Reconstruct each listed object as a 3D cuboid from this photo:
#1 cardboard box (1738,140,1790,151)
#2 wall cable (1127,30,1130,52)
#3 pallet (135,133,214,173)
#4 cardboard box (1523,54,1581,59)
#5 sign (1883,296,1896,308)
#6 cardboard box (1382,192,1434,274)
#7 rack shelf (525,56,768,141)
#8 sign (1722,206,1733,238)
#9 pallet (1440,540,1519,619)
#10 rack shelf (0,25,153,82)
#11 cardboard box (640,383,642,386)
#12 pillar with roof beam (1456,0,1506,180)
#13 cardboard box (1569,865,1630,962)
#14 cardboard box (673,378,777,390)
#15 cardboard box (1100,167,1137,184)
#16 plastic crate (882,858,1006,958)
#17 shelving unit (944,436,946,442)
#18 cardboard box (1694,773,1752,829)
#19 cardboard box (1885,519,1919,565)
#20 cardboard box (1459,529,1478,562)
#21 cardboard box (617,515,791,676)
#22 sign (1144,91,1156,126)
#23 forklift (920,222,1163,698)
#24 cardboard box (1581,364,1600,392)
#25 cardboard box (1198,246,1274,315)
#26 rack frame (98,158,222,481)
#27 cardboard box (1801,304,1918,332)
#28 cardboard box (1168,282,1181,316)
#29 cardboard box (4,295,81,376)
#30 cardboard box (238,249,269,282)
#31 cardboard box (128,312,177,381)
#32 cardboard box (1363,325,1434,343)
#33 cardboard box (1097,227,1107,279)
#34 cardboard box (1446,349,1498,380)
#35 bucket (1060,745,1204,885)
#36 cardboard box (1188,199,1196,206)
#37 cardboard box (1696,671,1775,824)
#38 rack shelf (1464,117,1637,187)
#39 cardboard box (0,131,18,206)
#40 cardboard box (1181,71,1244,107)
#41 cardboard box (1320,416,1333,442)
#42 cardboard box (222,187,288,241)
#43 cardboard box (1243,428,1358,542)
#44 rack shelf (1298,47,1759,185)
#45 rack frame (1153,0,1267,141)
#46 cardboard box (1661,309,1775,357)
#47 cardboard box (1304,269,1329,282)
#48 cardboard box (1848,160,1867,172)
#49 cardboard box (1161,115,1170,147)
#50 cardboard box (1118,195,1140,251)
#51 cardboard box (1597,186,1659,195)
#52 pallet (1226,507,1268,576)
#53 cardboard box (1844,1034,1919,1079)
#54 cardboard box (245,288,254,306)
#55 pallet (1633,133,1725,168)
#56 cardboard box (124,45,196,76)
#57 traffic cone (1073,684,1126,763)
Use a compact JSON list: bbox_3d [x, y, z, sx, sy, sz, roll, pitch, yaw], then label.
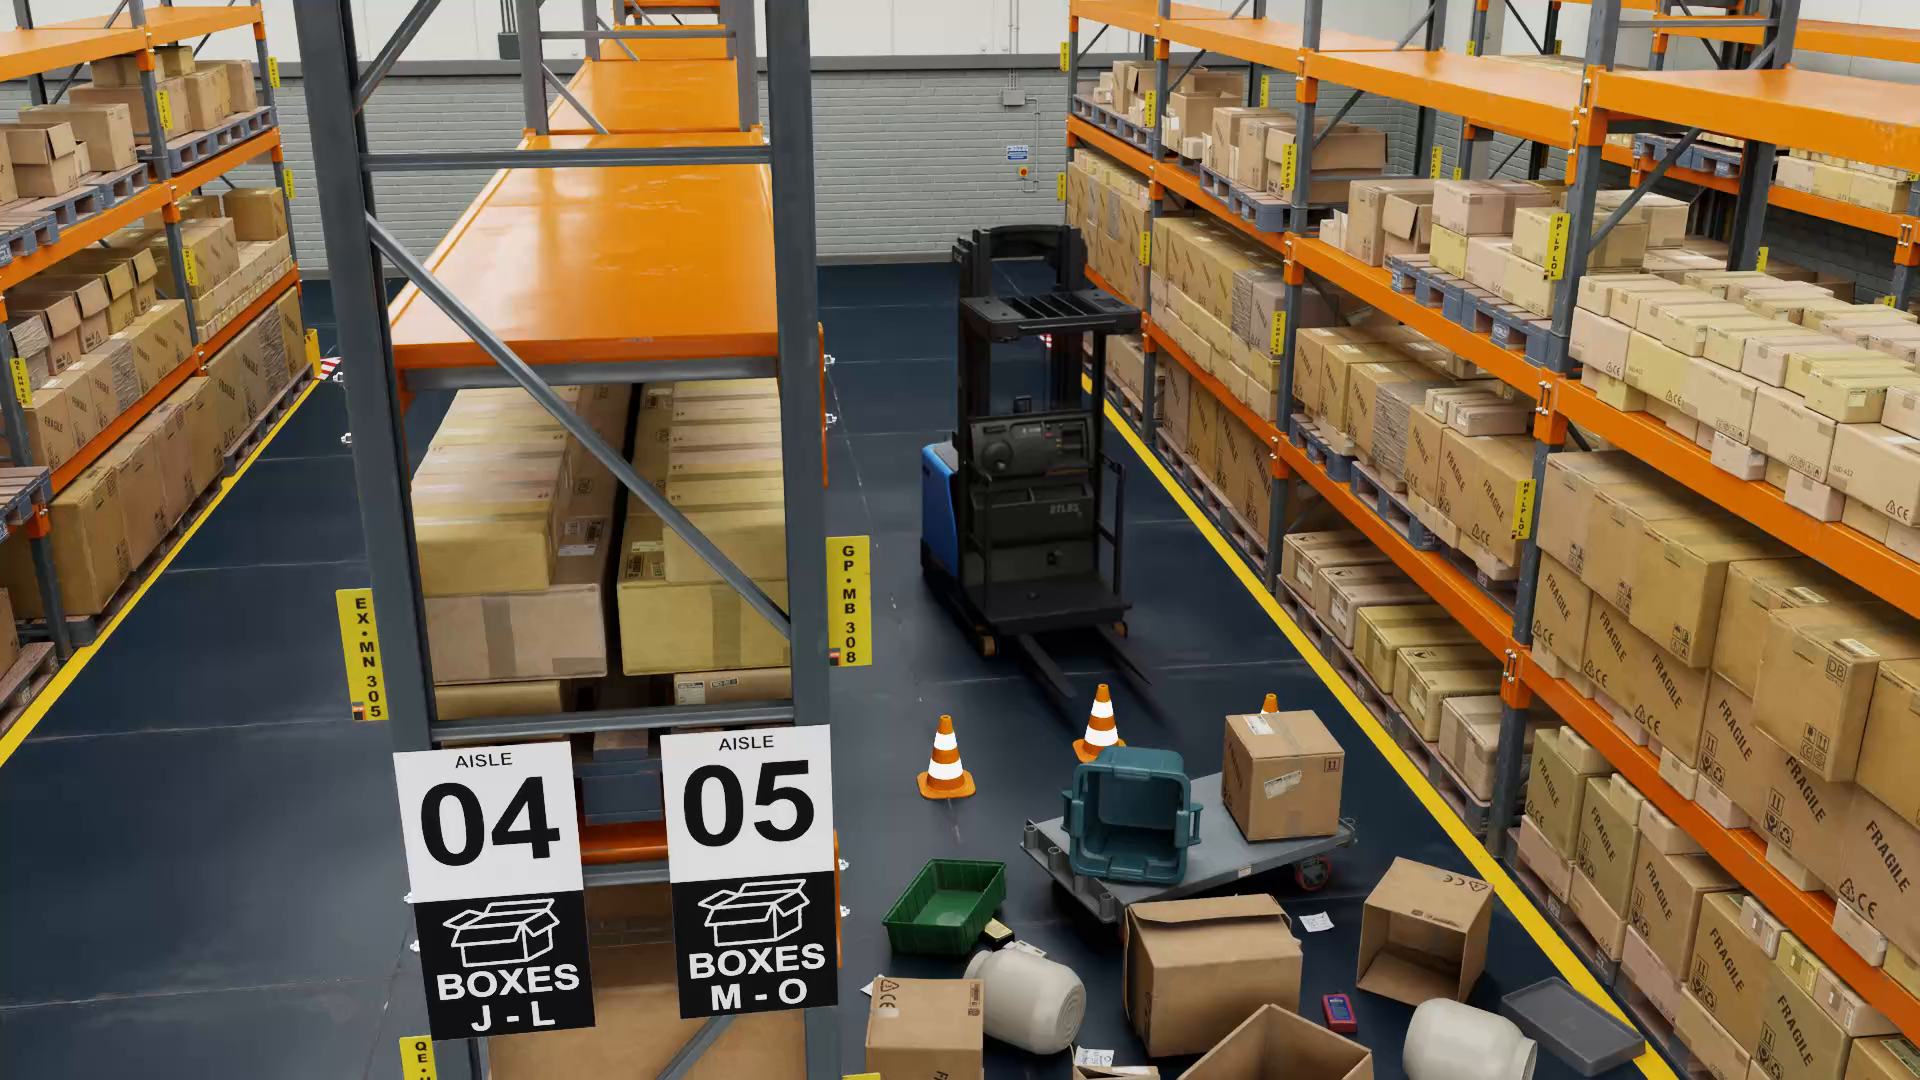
[{"bbox_3d":[7.152,-3.545,14.748,0.380,0.149,0.250,-2,21,-7],"label":"cardboard box"},{"bbox_3d":[1.414,-8.604,24.391,2.355,3.000,0.029,-3,21,-8],"label":"wall cable"},{"bbox_3d":[-7.569,-3.564,15.311,1.003,0.211,1.213,-3,21,-8],"label":"pallet"},{"bbox_3d":[7.020,-5.622,19.768,0.500,0.250,0.500,-3,21,-9],"label":"cardboard box"},{"bbox_3d":[7.297,-1.758,13.093,0.100,0.325,0.005,-3,21,-8],"label":"sign"},{"bbox_3d":[3.169,-1.958,10.737,0.797,0.503,0.637,-3,21,-8],"label":"cardboard box"},{"bbox_3d":[-1.674,-2.340,9.220,1.077,0.370,4.000,-3,21,-8],"label":"rack shelf"},{"bbox_3d":[7.805,-3.240,16.948,0.100,0.325,0.005,-3,21,-8],"label":"sign"},{"bbox_3d":[3.532,0.171,9.744,1.003,0.211,1.213,-3,21,-8],"label":"pallet"},{"bbox_3d":[-7.174,-3.510,12.352,1.077,0.370,4.000,-3,21,-8],"label":"rack shelf"},{"bbox_3d":[-1.518,-0.722,6.620,0.500,0.250,0.500,-3,21,-8],"label":"cardboard box"},{"bbox_3d":[2.923,-7.625,21.770,9.100,9.000,0.400,-3,21,-8],"label":"pillar with roof beam"},{"bbox_3d":[3.404,1.847,8.313,0.500,0.250,0.500,-2,21,-5],"label":"cardboard box"},{"bbox_3d":[-0.725,-0.453,5.332,0.380,0.149,0.250,-3,21,-8],"label":"cardboard box"},{"bbox_3d":[1.727,-3.944,17.991,0.380,0.149,0.250,-3,21,-9],"label":"cardboard box"},{"bbox_3d":[-0.064,1.923,8.718,0.450,0.188,0.662,-2,18,24],"label":"plastic crate"},{"bbox_3d":[-0.001,-0.424,14.066,0.258,0.900,0.210,-3,21,-8],"label":"shelving unit"},{"bbox_3d":[3.465,1.126,7.274,0.380,0.149,0.250,-3,21,-8],"label":"cardboard box"},{"bbox_3d":[3.620,-0.012,6.032,0.380,0.149,0.250,-3,21,-8],"label":"cardboard box"},{"bbox_3d":[3.130,0.018,9.639,0.380,0.149,0.250,-4,21,-9],"label":"cardboard box"},{"bbox_3d":[-0.625,0.125,4.353,0.500,0.250,0.500,-3,21,-8],"label":"cardboard box"},{"bbox_3d":[1.796,-4.072,15.693,0.100,0.325,0.005,-3,21,-8],"label":"sign"},{"bbox_3d":[0.591,-0.681,11.850,1.130,2.935,3.031,-6,21,-16],"label":"forklift"},{"bbox_3d":[3.298,-0.812,8.176,0.380,0.149,0.250,-3,21,-9],"label":"cardboard box"},{"bbox_3d":[2.375,-2.237,14.348,0.500,0.500,0.500,-3,21,-9],"label":"cardboard box"},{"bbox_3d":[-7.462,-1.916,15.060,1.000,3.000,0.127,-3,21,-8],"label":"rack frame"},{"bbox_3d":[3.989,-0.945,7.391,0.380,0.149,0.250,-2,21,-6],"label":"cardboard box"},{"bbox_3d":[2.232,-2.235,15.412,0.500,0.250,0.500,-3,21,-7],"label":"cardboard box"},{"bbox_3d":[-7.066,-1.528,12.444,0.797,0.503,0.637,-2,21,-6],"label":"cardboard box"},{"bbox_3d":[-7.560,-2.864,17.387,0.500,0.250,0.500,-4,21,-10],"label":"cardboard box"},{"bbox_3d":[-7.060,-1.643,14.186,0.500,0.500,0.500,-2,21,-6],"label":"cardboard box"},{"bbox_3d":[3.262,-1.271,12.164,0.500,0.500,0.500,-4,21,-9],"label":"cardboard box"},{"bbox_3d":[1.798,-3.144,18.204,0.500,0.500,0.500,-2,21,-6],"label":"cardboard box"},{"bbox_3d":[3.436,-1.166,10.955,0.380,0.149,0.250,-4,21,-10],"label":"cardboard box"},{"bbox_3d":[0.915,1.390,8.712,0.726,0.611,0.620,4,11,11],"label":"bucket"},{"bbox_3d":[2.503,-3.446,16.656,0.380,0.149,0.250,-3,21,-7],"label":"cardboard box"},{"bbox_3d":[3.533,0.855,7.072,0.500,0.500,0.500,-3,21,-7],"label":"cardboard box"},{"bbox_3d":[6.968,-4.429,18.527,1.077,0.370,4.000,-3,21,-8],"label":"rack shelf"},{"bbox_3d":[-7.256,-2.682,12.080,0.500,0.500,0.500,-2,21,-5],"label":"cardboard box"},{"bbox_3d":[2.468,-4.326,16.339,0.500,0.500,0.500,-3,21,-7],"label":"cardboard box"},{"bbox_3d":[2.785,-0.792,11.808,0.380,0.149,0.250,-4,21,-11],"label":"cardboard box"},{"bbox_3d":[-7.708,-3.566,18.195,0.500,0.500,0.500,-3,21,-7],"label":"cardboard box"},{"bbox_3d":[2.904,-0.476,13.640,0.875,0.875,0.875,-3,21,-8],"label":"cardboard box"},{"bbox_3d":[3.210,-2.625,9.983,1.077,0.370,4.000,-3,21,-8],"label":"rack shelf"},{"bbox_3d":[2.345,-5.227,15.349,1.000,3.000,0.127,-3,21,-8],"label":"rack frame"},{"bbox_3d":[3.327,-0.909,7.296,0.380,0.149,0.250,-3,21,-8],"label":"cardboard box"},{"bbox_3d":[3.011,-1.901,13.447,0.500,0.500,0.500,-3,21,-8],"label":"cardboard box"},{"bbox_3d":[7.513,-3.098,13.582,0.380,0.149,0.250,-2,21,-7],"label":"cardboard box"},{"bbox_3d":[2.070,-3.764,15.313,0.396,0.266,0.258,-3,21,-8],"label":"cardboard box"},{"bbox_3d":[1.938,-3.257,17.078,0.500,0.500,0.500,-3,21,-9],"label":"cardboard box"},{"bbox_3d":[7.305,-3.617,18.332,0.500,0.500,0.500,-3,21,-9],"label":"cardboard box"},{"bbox_3d":[2.882,-0.002,13.919,1.003,0.211,1.213,-3,21,-8],"label":"pallet"},{"bbox_3d":[3.701,2.214,6.258,0.500,0.500,0.500,-3,21,-7],"label":"cardboard box"},{"bbox_3d":[-7.402,-2.458,16.868,0.380,0.149,0.250,-4,21,-9],"label":"cardboard box"},{"bbox_3d":[7.281,-3.756,15.966,1.213,0.211,1.003,-3,21,-8],"label":"pallet"},{"bbox_3d":[-7.757,-4.648,16.130,0.500,0.250,0.500,-4,21,-9],"label":"cardboard box"},{"bbox_3d":[0.902,1.133,10.520,0.336,0.463,0.334,-3,21,-8],"label":"traffic cone"}]
